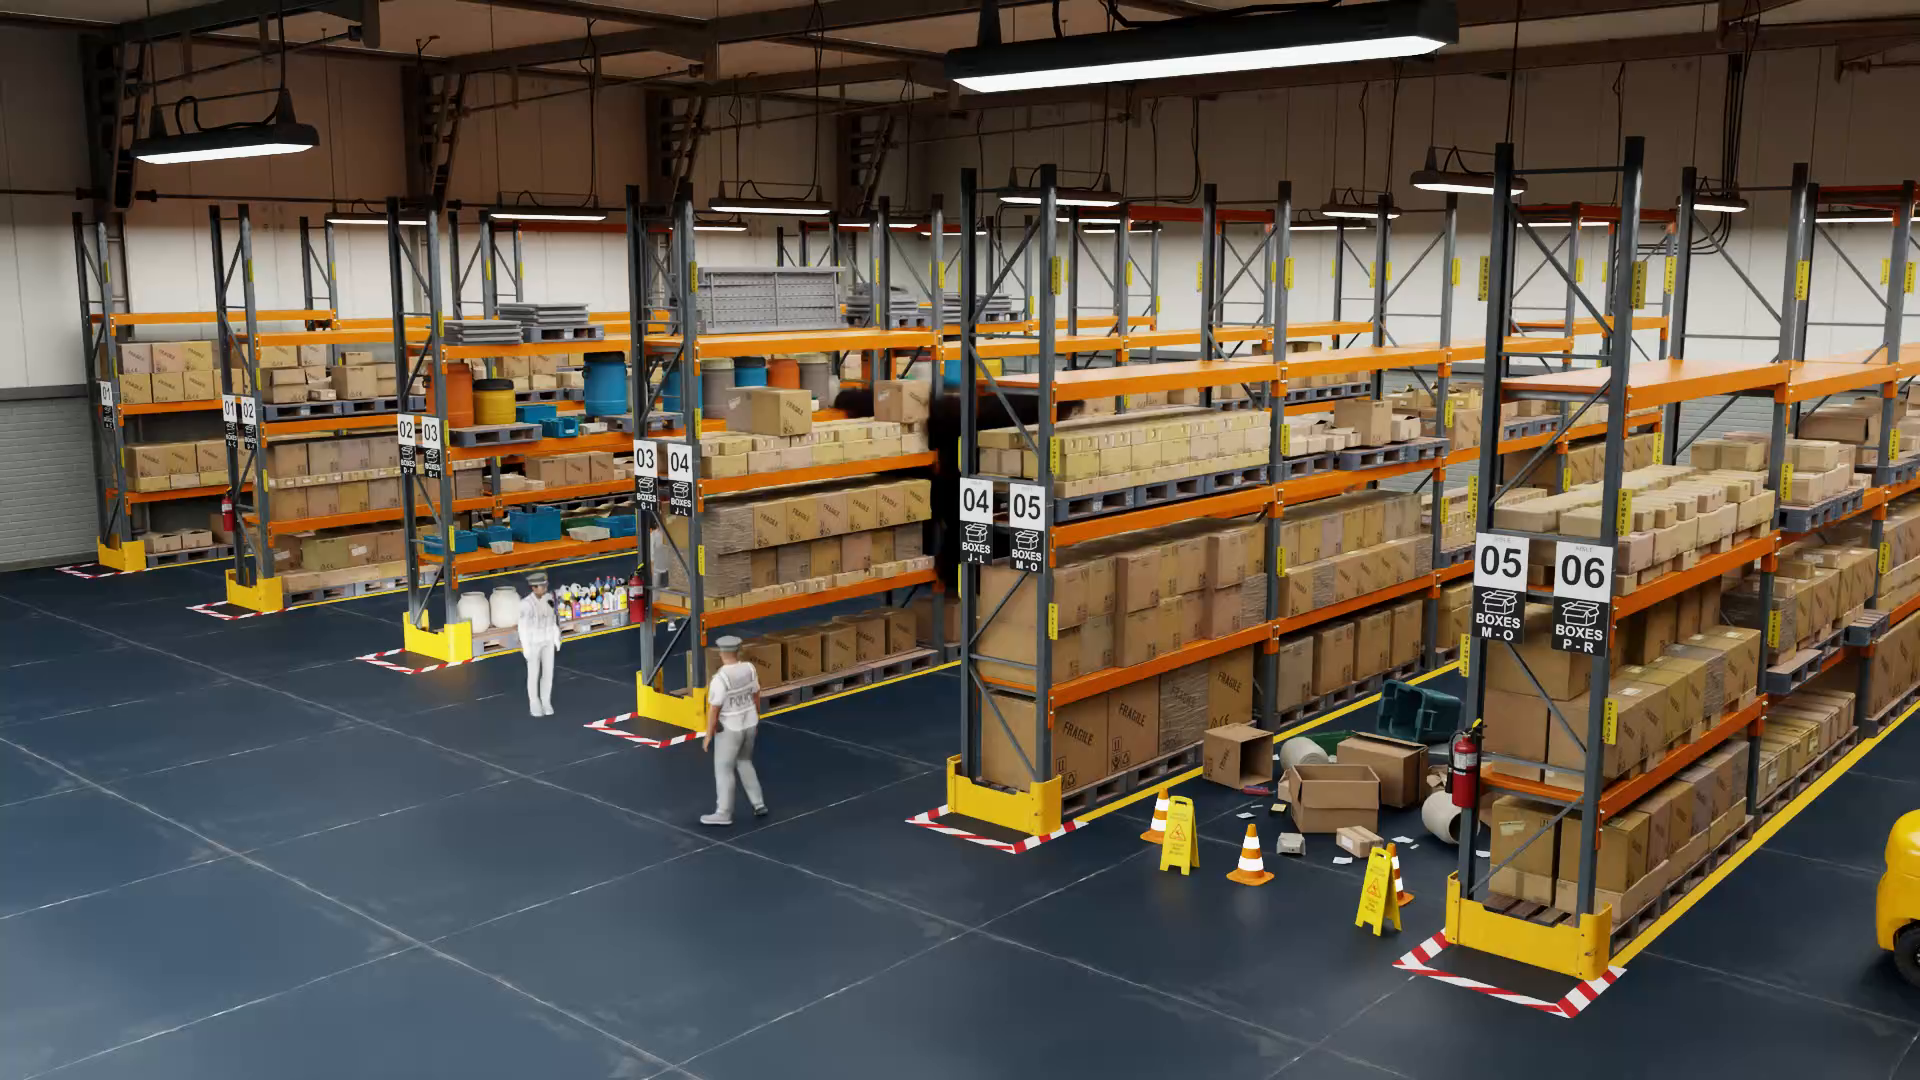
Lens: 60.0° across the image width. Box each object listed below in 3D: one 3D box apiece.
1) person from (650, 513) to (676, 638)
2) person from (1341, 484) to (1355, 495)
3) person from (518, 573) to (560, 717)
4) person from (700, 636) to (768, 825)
[{"bbox_3d":[-3.946,0.454,22.160,0.482,1.650,0.332,-4,10,-21],"label":"person"},{"bbox_3d":[6.413,-0.209,27.406,0.629,1.618,1.028,8,13,41],"label":"person"},{"bbox_3d":[-4.834,1.195,19.125,0.384,1.673,0.516,9,13,42],"label":"person"},{"bbox_3d":[-2.102,1.771,15.452,0.477,1.790,0.666,6,11,30],"label":"person"}]
